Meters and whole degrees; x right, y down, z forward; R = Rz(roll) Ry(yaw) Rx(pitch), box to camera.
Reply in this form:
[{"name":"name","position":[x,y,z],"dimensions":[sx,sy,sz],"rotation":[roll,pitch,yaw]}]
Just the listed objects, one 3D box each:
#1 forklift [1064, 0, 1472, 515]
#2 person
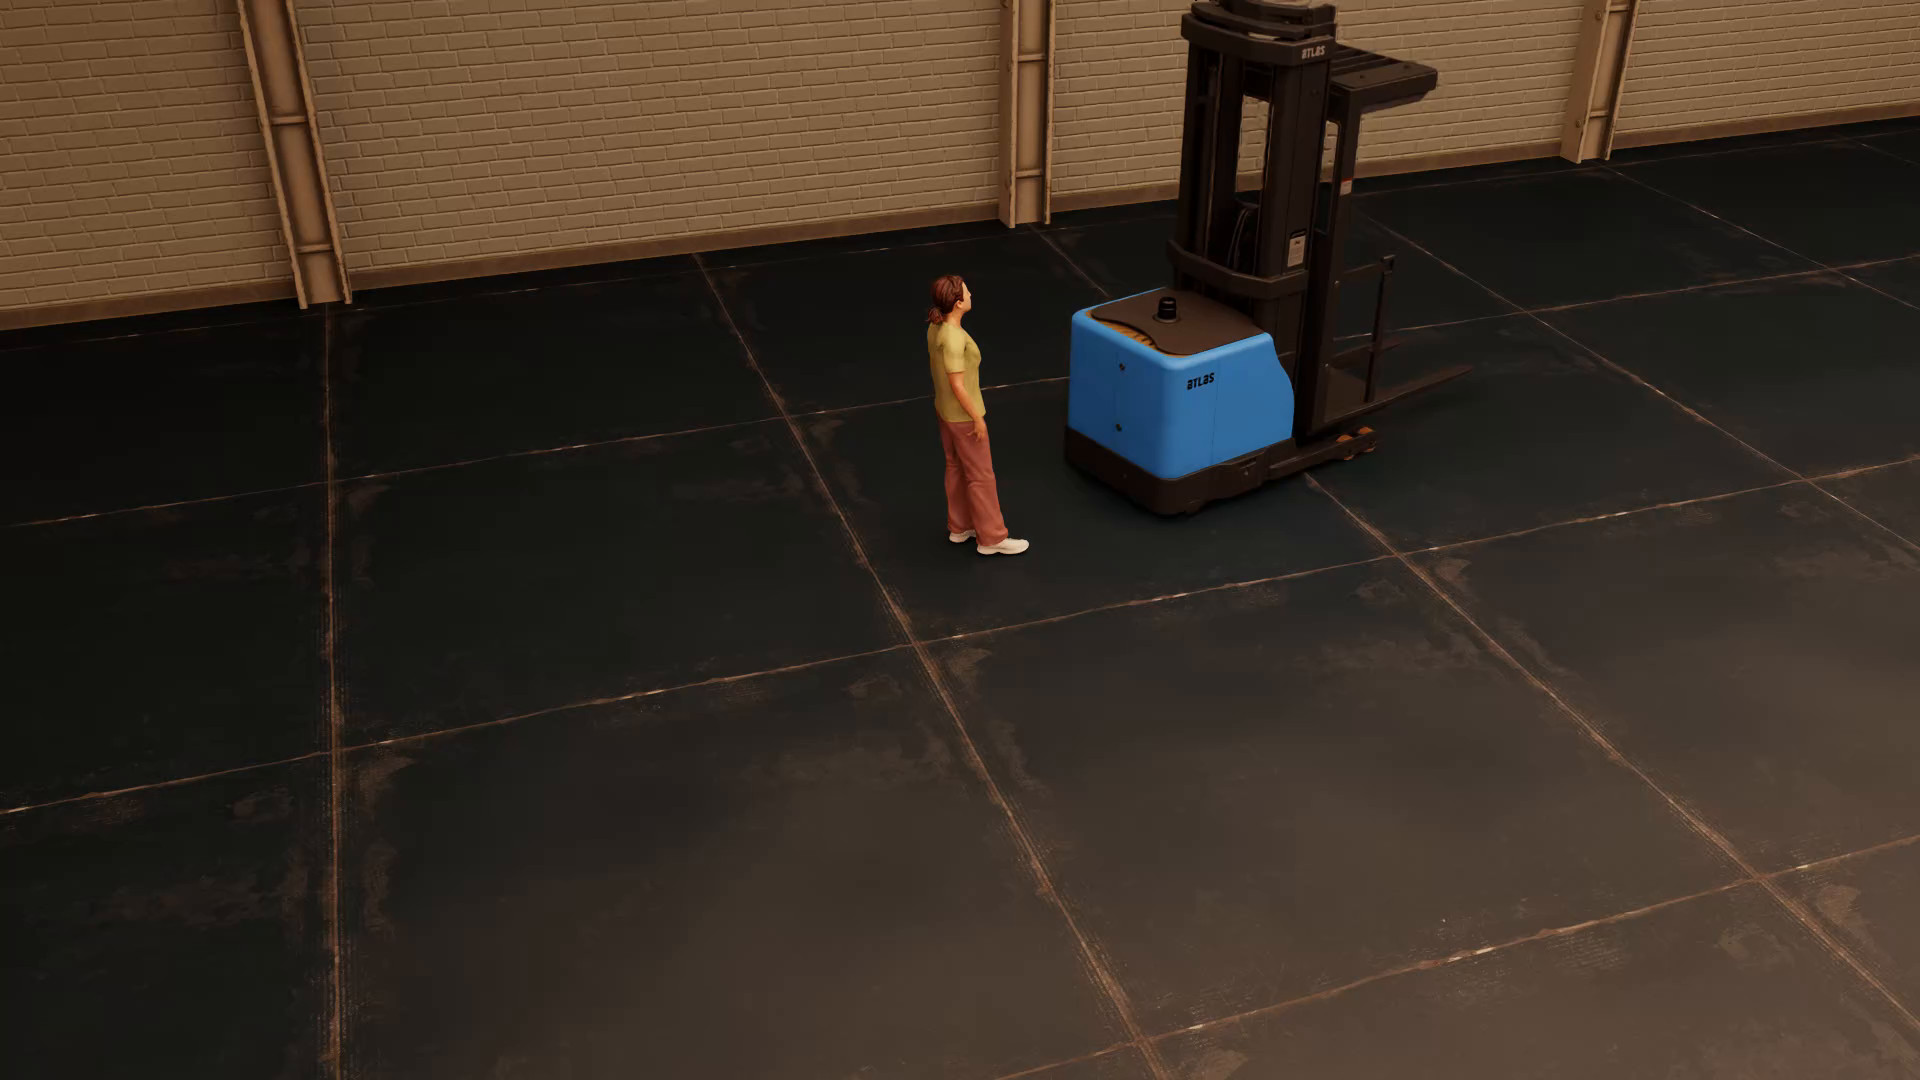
[{"name":"forklift","position":[2.175,-1.989,10.544],"dimensions":[3.031,2.935,1.130],"rotation":[-19,35,-30]},{"name":"person","position":[0.074,-0.739,9.616],"dimensions":[0.548,1.673,0.554],"rotation":[-10,31,-16]}]
